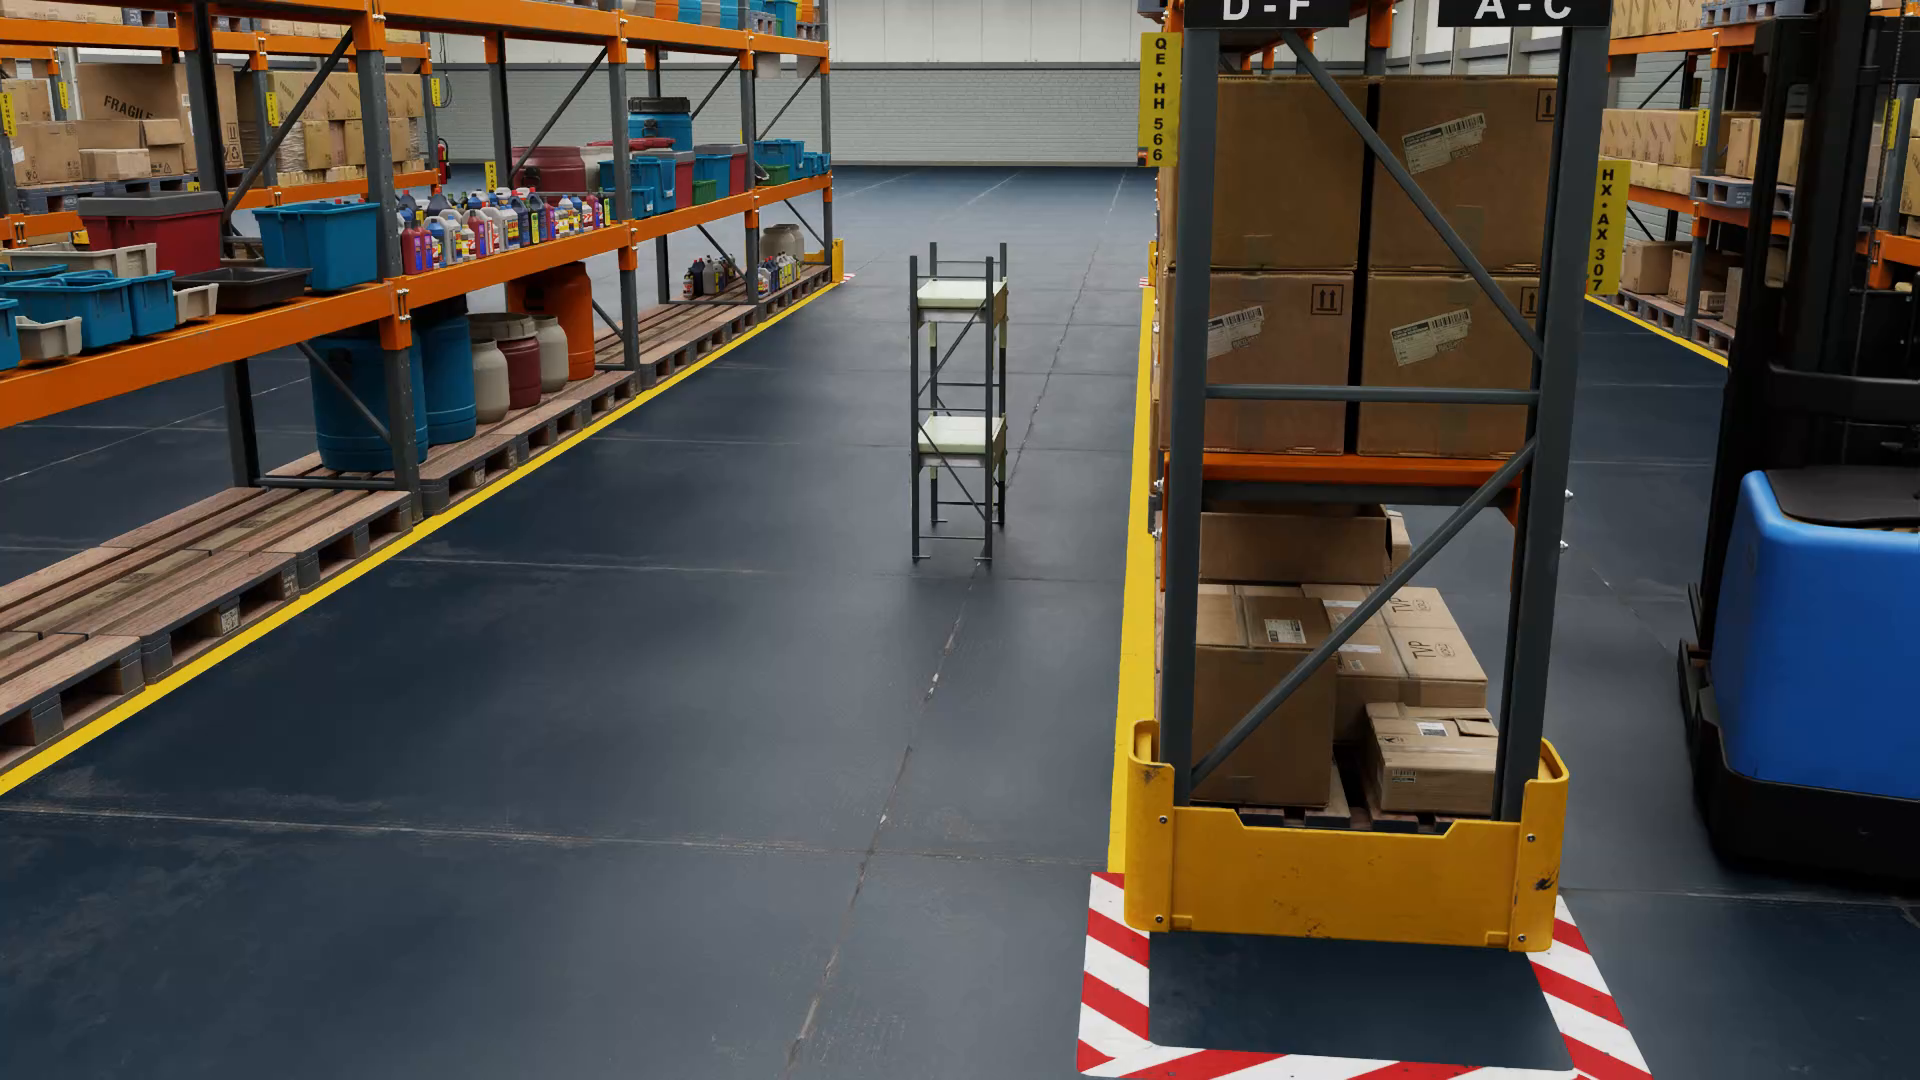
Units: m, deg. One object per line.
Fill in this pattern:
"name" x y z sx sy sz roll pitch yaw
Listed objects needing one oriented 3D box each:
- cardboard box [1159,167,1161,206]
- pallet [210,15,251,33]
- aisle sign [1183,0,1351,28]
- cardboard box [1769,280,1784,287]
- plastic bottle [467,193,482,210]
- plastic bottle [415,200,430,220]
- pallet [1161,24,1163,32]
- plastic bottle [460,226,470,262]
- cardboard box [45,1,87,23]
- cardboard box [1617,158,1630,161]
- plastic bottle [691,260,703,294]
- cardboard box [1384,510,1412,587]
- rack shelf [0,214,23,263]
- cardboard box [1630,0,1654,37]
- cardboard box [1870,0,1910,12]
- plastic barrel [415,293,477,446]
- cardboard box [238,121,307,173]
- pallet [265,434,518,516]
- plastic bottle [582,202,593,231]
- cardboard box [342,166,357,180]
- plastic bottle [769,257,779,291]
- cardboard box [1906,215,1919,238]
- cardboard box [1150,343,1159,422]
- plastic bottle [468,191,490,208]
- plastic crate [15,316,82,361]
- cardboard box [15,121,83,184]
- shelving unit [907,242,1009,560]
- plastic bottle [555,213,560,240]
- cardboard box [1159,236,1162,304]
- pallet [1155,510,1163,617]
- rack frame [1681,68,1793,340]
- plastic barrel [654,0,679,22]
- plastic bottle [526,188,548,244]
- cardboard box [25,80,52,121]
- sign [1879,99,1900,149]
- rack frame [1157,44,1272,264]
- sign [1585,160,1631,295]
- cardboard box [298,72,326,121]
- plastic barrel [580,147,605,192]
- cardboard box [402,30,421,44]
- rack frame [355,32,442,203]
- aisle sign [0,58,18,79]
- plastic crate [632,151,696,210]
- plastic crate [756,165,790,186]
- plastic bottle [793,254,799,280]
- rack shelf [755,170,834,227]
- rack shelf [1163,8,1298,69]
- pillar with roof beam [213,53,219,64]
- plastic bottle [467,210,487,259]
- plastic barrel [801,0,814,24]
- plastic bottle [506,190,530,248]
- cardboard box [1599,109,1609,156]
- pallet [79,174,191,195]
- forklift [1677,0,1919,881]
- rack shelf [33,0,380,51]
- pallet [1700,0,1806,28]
"cardboard box" 1.051 -1.555 6.559 0.500 0.500 0.500 1 15 5
"pallet" -7.616 -4.973 15.920 1.213 0.211 1.003 2 15 6
"aisle sign" 0.736 -1.614 3.903 0.394 0.787 0.004 2 15 6
"cardboard box" 7.152 -1.883 13.824 0.700 0.500 0.500 2 15 7
"plastic bottle" -3.372 -2.273 11.570 0.097 0.271 0.097 0 15 0
"plastic bottle" -3.497 -2.067 10.797 0.152 0.276 0.135 2 15 6
"pallet" 2.613 -5.423 17.393 1.003 0.211 1.213 2 15 6
"plastic bottle" -2.898 -1.714 9.636 0.097 0.201 0.097 0 15 0
"cardboard box" -7.527 -4.358 13.574 0.500 0.250 0.500 2 15 8
"cardboard box" 7.298 -3.925 17.681 0.500 0.250 0.500 1 15 5
"plastic bottle" -2.733 -2.736 17.265 0.144 0.351 0.185 1 15 5
"cardboard box" 1.633 0.031 7.108 0.500 0.311 0.500 2 15 6
"rack shelf" -8.117 -1.869 11.206 1.077 0.370 4.000 2 15 6
"cardboard box" 7.340 -5.526 17.375 0.500 0.500 0.500 2 15 9
"cardboard box" 6.687 -3.907 11.750 0.500 0.311 0.500 2 15 6
"plastic barrel" -3.263 -1.066 10.073 0.600 0.901 0.708 2 15 6
"cardboard box" -7.328 -4.079 17.240 0.875 0.500 0.500 2 15 6
"pallet" -3.293 -0.405 9.754 1.003 0.211 1.213 2 15 6
"plastic bottle" -2.649 -2.287 11.753 0.097 0.201 0.097 0 15 0
"cardboard box" -6.961 -4.088 18.514 0.380 0.149 0.250 2 15 6
"plastic bottle" -1.994 -2.806 17.526 0.144 0.351 0.185 1 15 4
"cardboard box" 6.606 -2.107 11.152 0.380 0.149 0.250 1 15 5
"cardboard box" 1.447 -0.937 10.327 0.500 0.500 0.500 1 15 4
"plastic bottle" -3.392 -2.307 11.684 0.152 0.276 0.135 2 15 6
"plastic crate" -3.323 -0.727 5.995 0.250 0.136 0.298 2 15 6
"cardboard box" -7.907 -3.275 14.032 0.700 0.500 0.500 4 16 15
"shelving unit" 0.001 -0.726 8.473 0.431 1.500 0.755 2 15 6
"plastic bottle" -2.726 -2.110 11.099 0.097 0.201 0.097 0 15 0
"cardboard box" 1.117 -1.196 7.148 0.500 0.500 0.500 2 15 7
"pallet" 1.421 0.119 7.817 1.003 0.211 1.213 2 15 6
"rack frame" 7.325 -3.335 15.249 1.000 3.000 0.127 2 15 6
"plastic barrel" -2.588 -4.621 13.435 0.600 0.830 0.708 2 15 6
"plastic bottle" -2.780 -2.112 10.819 0.144 0.351 0.185 2 15 6
"cardboard box" -11.986 -5.481 20.829 0.875 0.550 0.550 2 15 6
"sign" 6.333 -2.832 11.321 0.100 0.325 0.005 2 15 6
"rack frame" 2.403 -3.480 15.785 1.000 3.000 0.127 2 15 6
"sign" 1.588 -0.770 4.103 0.100 0.325 0.005 2 15 6
"cardboard box" -7.082 -4.686 17.569 0.500 0.500 0.500 2 15 6
"plastic barrel" -3.066 -2.916 13.487 0.421 0.512 0.421 0 15 0
"cardboard box" -6.791 -6.053 19.842 0.500 0.250 0.500 2 15 8
"rack frame" -6.989 -4.810 20.704 1.000 3.000 0.127 2 15 6
"aisle sign" -12.196 -6.265 21.103 0.394 0.787 0.004 2 15 6
"plastic crate" -2.484 -3.030 14.000 0.402 0.464 0.583 2 15 6
"plastic crate" -2.085 -3.868 17.627 0.450 0.188 0.662 2 15 6
"plastic bottle" -1.834 -3.045 18.538 0.061 0.283 0.133 2 15 8
"rack shelf" -2.293 -3.798 18.340 1.077 0.370 4.000 2 15 6
"rack shelf" 2.177 -4.062 13.569 1.077 0.370 4.000 2 15 6
"pillar with roof beam" -15.756 -14.087 43.519 9.100 9.000 0.400 2 15 6
"plastic bottle" -2.856 -1.808 9.827 0.061 0.283 0.133 2 15 6
"plastic barrel" -1.996 -6.392 19.182 0.600 0.830 0.708 2 15 6
"plastic bottle" -2.816 -2.029 10.514 0.144 0.351 0.185 2 15 6
"cardboard box" 7.424 -4.557 18.579 0.500 0.500 0.500 2 15 6
"pallet" -7.709 -3.157 14.959 1.003 0.211 1.213 2 15 6
"forklift" 3.272 -0.739 5.779 1.130 2.935 3.031 6 16 20
"rack shelf" -3.647 -2.134 6.439 1.077 0.370 4.000 2 15 6
"pallet" 7.149 -4.535 14.301 1.213 0.211 1.003 2 15 6
